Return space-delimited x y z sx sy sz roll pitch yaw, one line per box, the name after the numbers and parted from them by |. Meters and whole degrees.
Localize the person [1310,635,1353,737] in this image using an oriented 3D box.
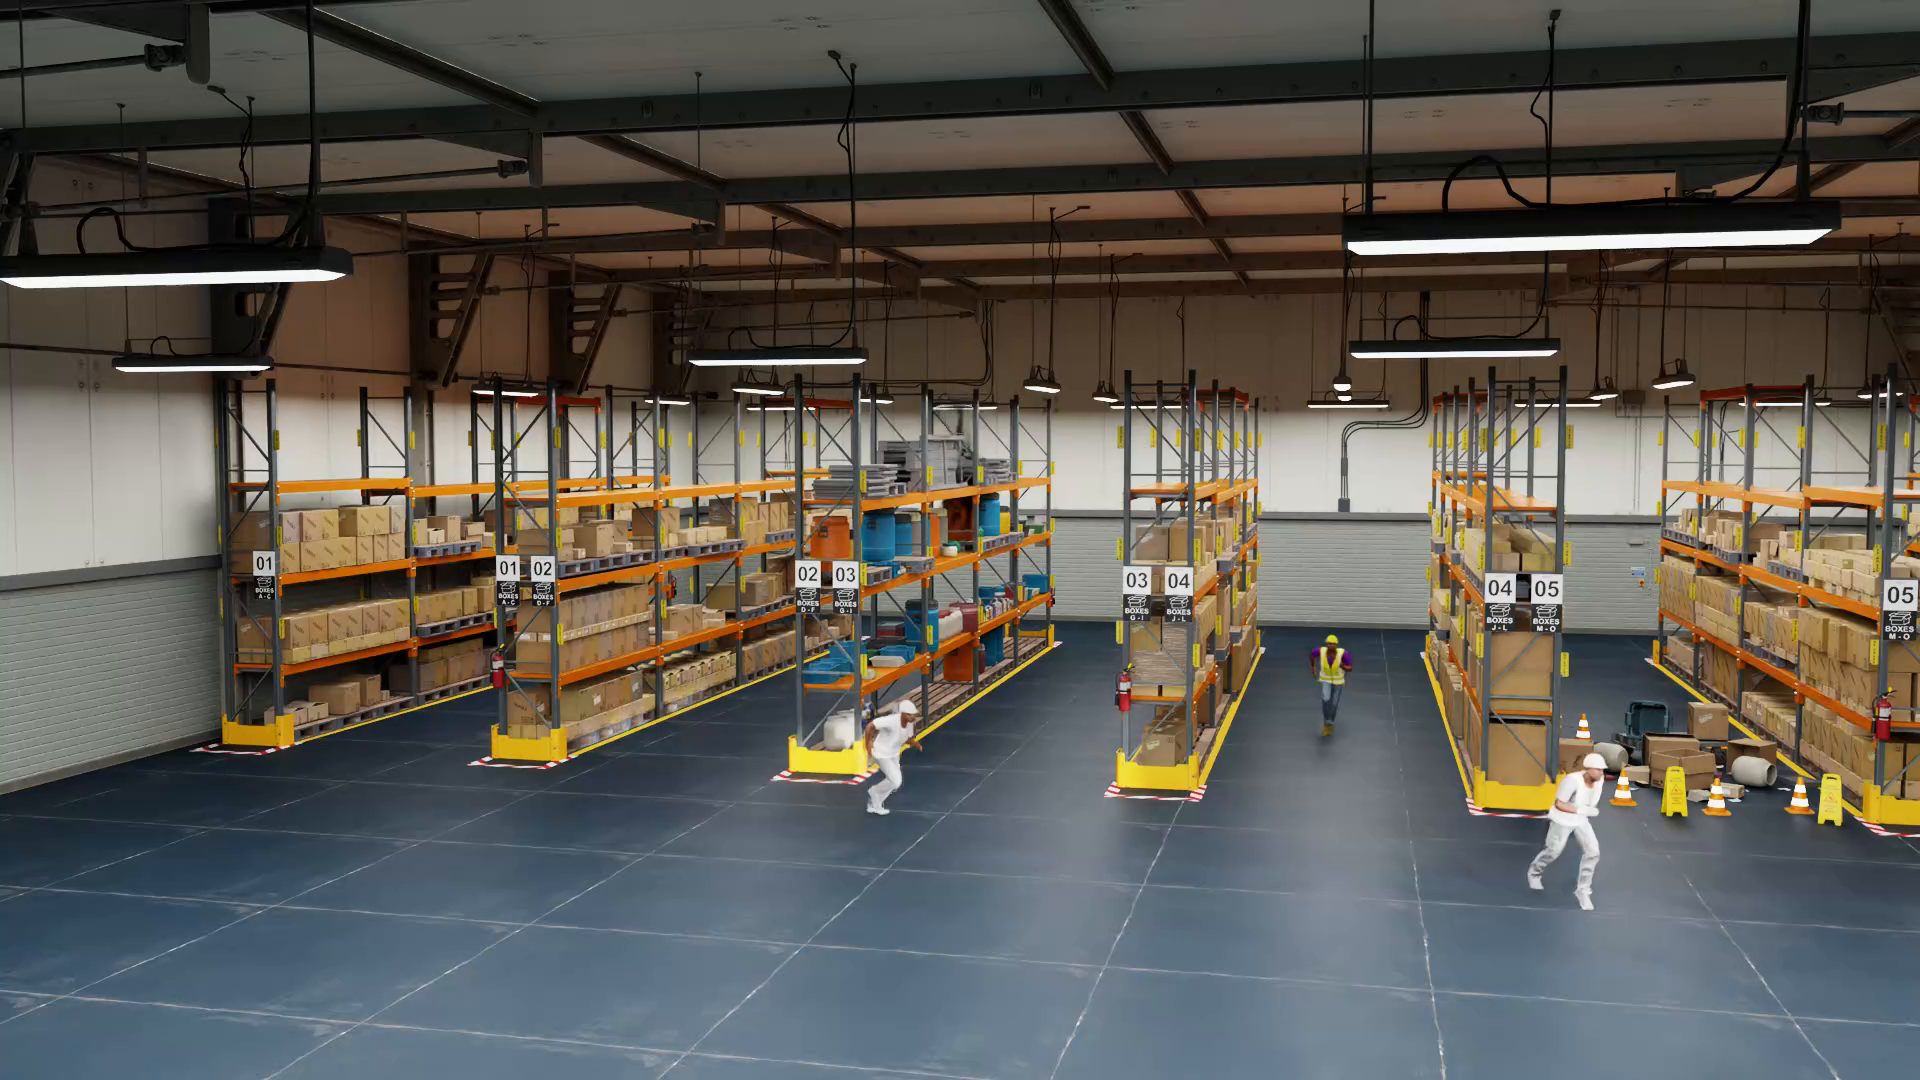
6.293 2.448 28.206 0.684 1.729 0.925 0 3 7 | person

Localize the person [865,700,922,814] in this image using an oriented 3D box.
-0.921 2.891 22.027 0.840 1.579 0.735 2 4 36 | person

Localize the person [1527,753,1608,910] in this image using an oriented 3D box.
6.585 3.109 18.008 0.728 1.725 1.024 -2 4 -27 | person
